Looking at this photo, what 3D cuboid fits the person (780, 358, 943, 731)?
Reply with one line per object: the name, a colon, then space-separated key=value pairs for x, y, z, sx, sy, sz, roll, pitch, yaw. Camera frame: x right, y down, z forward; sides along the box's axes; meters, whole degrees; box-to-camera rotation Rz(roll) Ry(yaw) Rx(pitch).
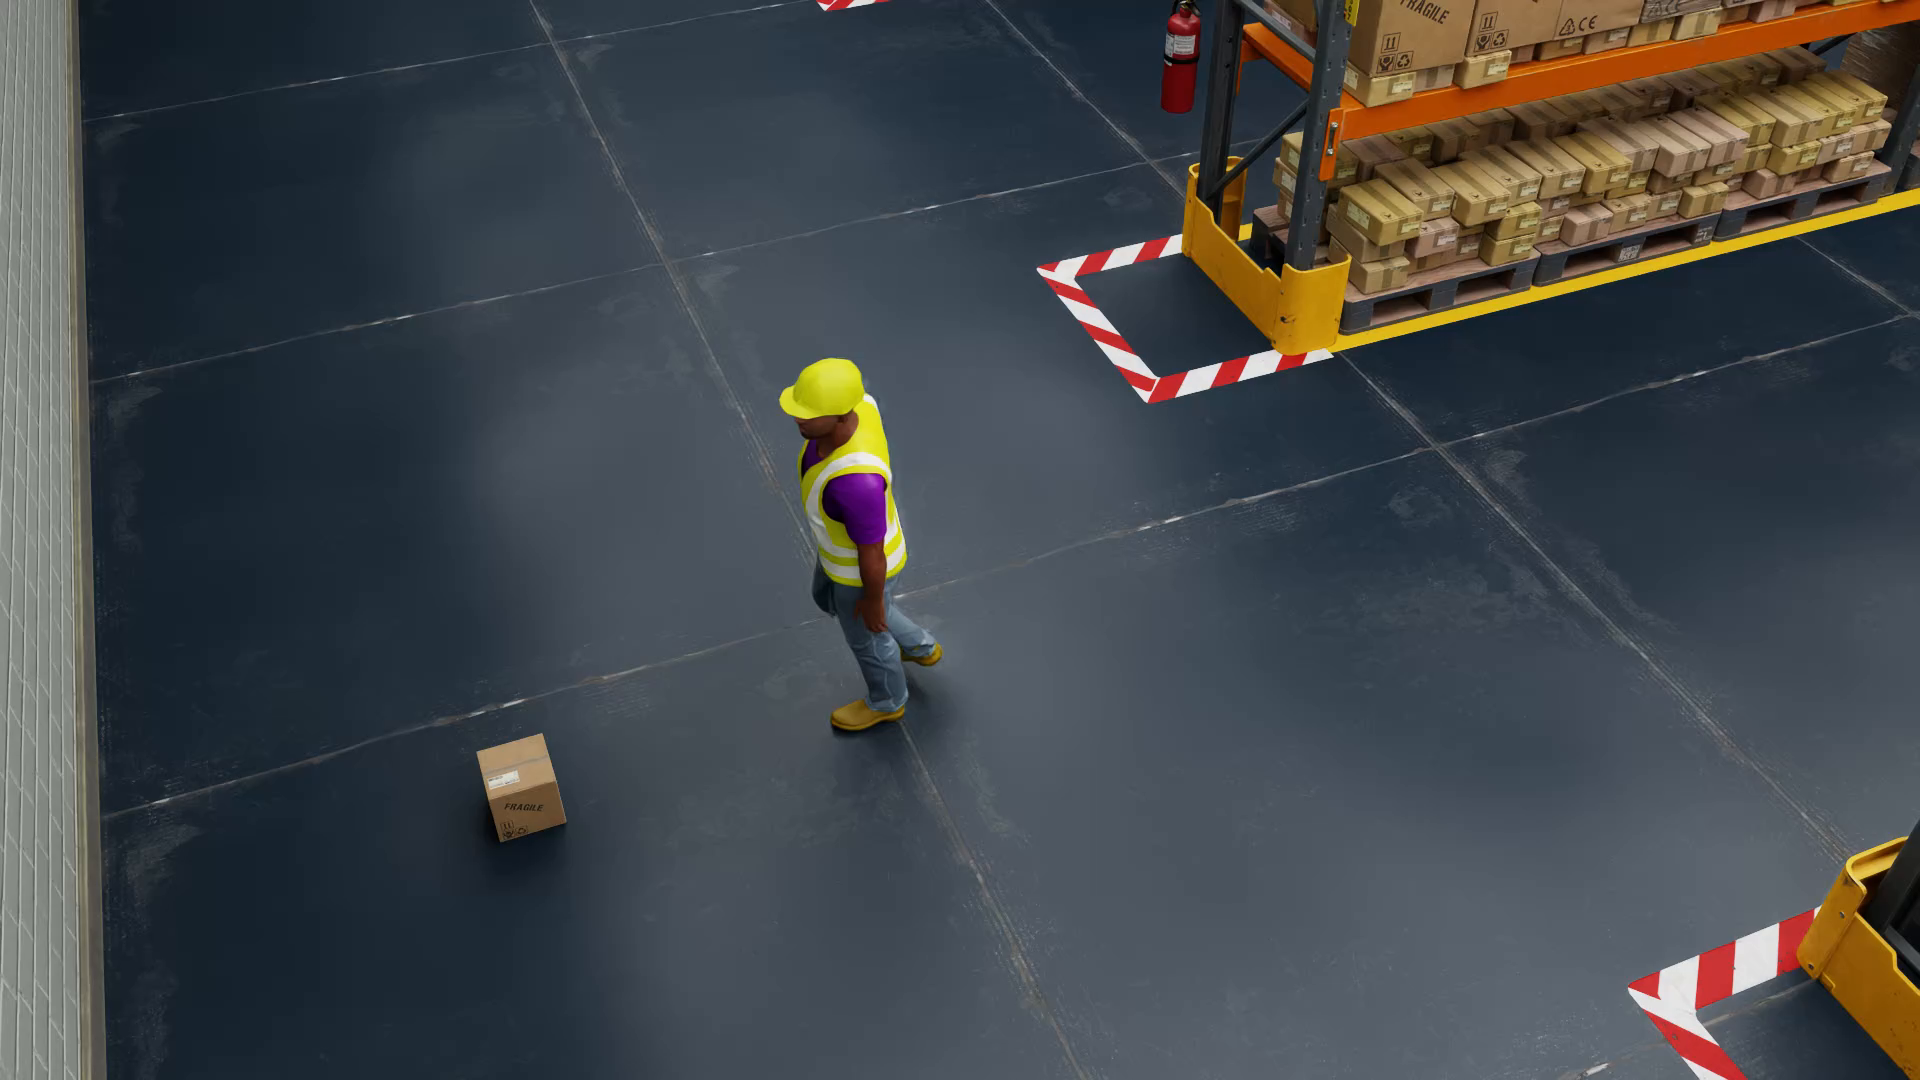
person: x=-0.330 y=0.034 z=6.098 sx=0.566 sy=1.760 sz=0.614 roll=-6 pitch=42 yaw=-7
